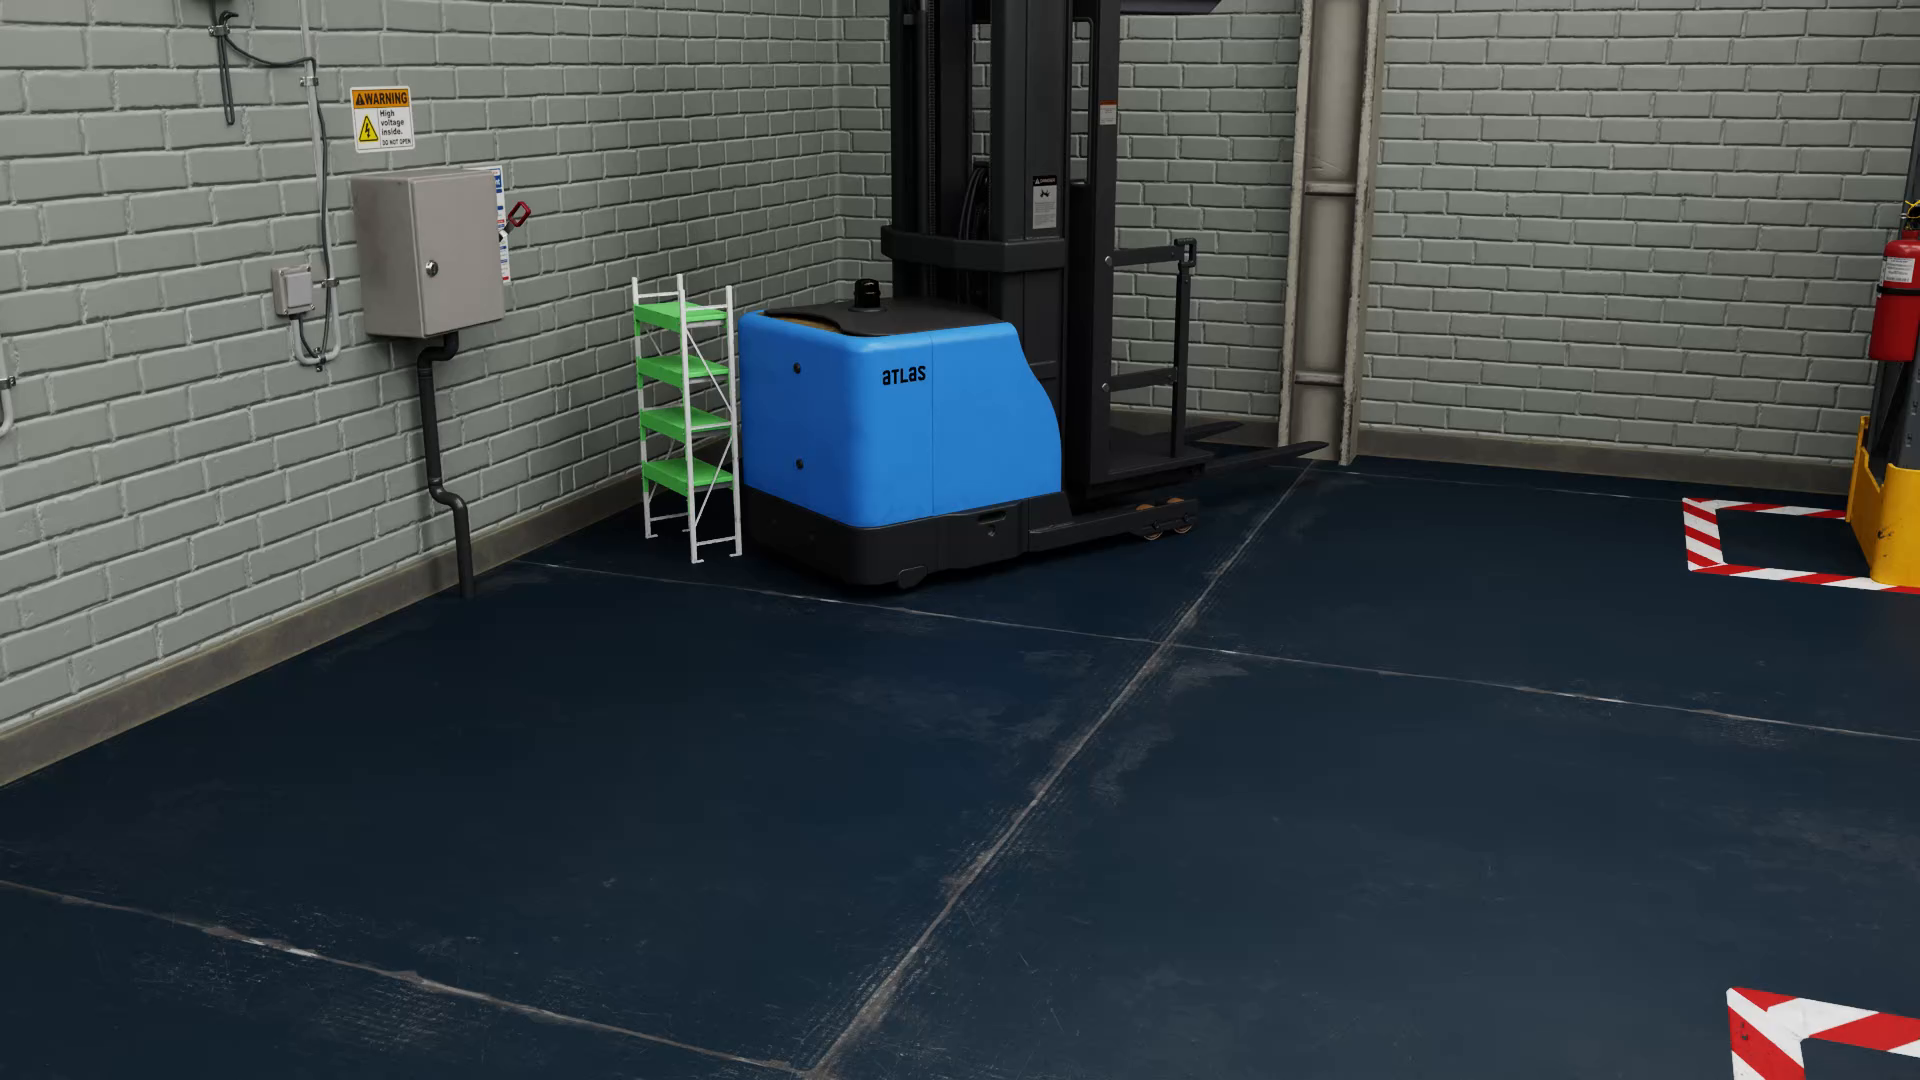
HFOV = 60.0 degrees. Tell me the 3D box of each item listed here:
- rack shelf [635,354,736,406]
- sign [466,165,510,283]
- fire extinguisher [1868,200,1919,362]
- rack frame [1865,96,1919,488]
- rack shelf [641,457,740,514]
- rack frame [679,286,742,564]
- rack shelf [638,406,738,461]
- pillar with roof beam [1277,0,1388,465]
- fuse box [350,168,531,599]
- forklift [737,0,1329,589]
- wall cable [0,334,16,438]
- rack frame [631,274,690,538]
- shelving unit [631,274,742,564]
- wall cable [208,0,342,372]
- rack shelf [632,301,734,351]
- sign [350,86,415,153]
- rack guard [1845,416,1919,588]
[{"bbox_3d":[-1.218,-0.718,7.363,0.258,0.148,0.480,-11,19,-33],"label":"rack shelf"},{"bbox_3d":[-2.008,-1.314,6.989,0.001,0.494,0.329,6,17,21],"label":"sign"},{"bbox_3d":[3.862,-1.076,6.808,0.183,0.674,0.296,6,17,21],"label":"fire extinguisher"},{"bbox_3d":[4.169,-1.397,7.106,0.127,3.000,1.000,6,17,21],"label":"rack frame"},{"bbox_3d":[-1.218,-0.257,7.497,0.258,0.148,0.480,-11,19,-33],"label":"rack shelf"},{"bbox_3d":[-1.080,-0.493,7.218,0.240,1.200,0.015,-11,19,-33],"label":"rack frame"},{"bbox_3d":[-1.218,-0.487,7.430,0.258,0.148,0.480,-11,19,-33],"label":"rack shelf"},{"bbox_3d":[0.412,-3.671,4.179,0.400,9.000,9.100,6,17,21],"label":"pillar with roof beam"},{"bbox_3d":[-1.996,-0.591,6.641,0.414,1.711,0.539,6,17,21],"label":"fuse box"},{"bbox_3d":[0.498,-1.512,7.624,3.031,2.935,1.130,-12,20,-35],"label":"forklift"},{"bbox_3d":[-2.903,-1.183,4.491,0.123,1.953,0.585,6,17,21],"label":"wall cable"},{"bbox_3d":[-1.355,-0.605,7.605,0.240,1.200,0.015,-11,19,-33],"label":"rack frame"},{"bbox_3d":[-1.218,-0.549,7.412,0.258,1.200,0.503,-11,19,-33],"label":"shelving unit"},{"bbox_3d":[-2.393,-1.537,5.766,0.122,1.984,0.588,6,17,21],"label":"wall cable"},{"bbox_3d":[-1.218,-0.948,7.296,0.258,0.148,0.480,-11,19,-33],"label":"rack shelf"},{"bbox_3d":[-2.209,-1.614,6.370,0.001,0.242,0.339,6,17,21],"label":"sign"},{"bbox_3d":[4.240,-0.189,7.428,0.348,0.500,1.175,6,17,21],"label":"rack guard"}]
